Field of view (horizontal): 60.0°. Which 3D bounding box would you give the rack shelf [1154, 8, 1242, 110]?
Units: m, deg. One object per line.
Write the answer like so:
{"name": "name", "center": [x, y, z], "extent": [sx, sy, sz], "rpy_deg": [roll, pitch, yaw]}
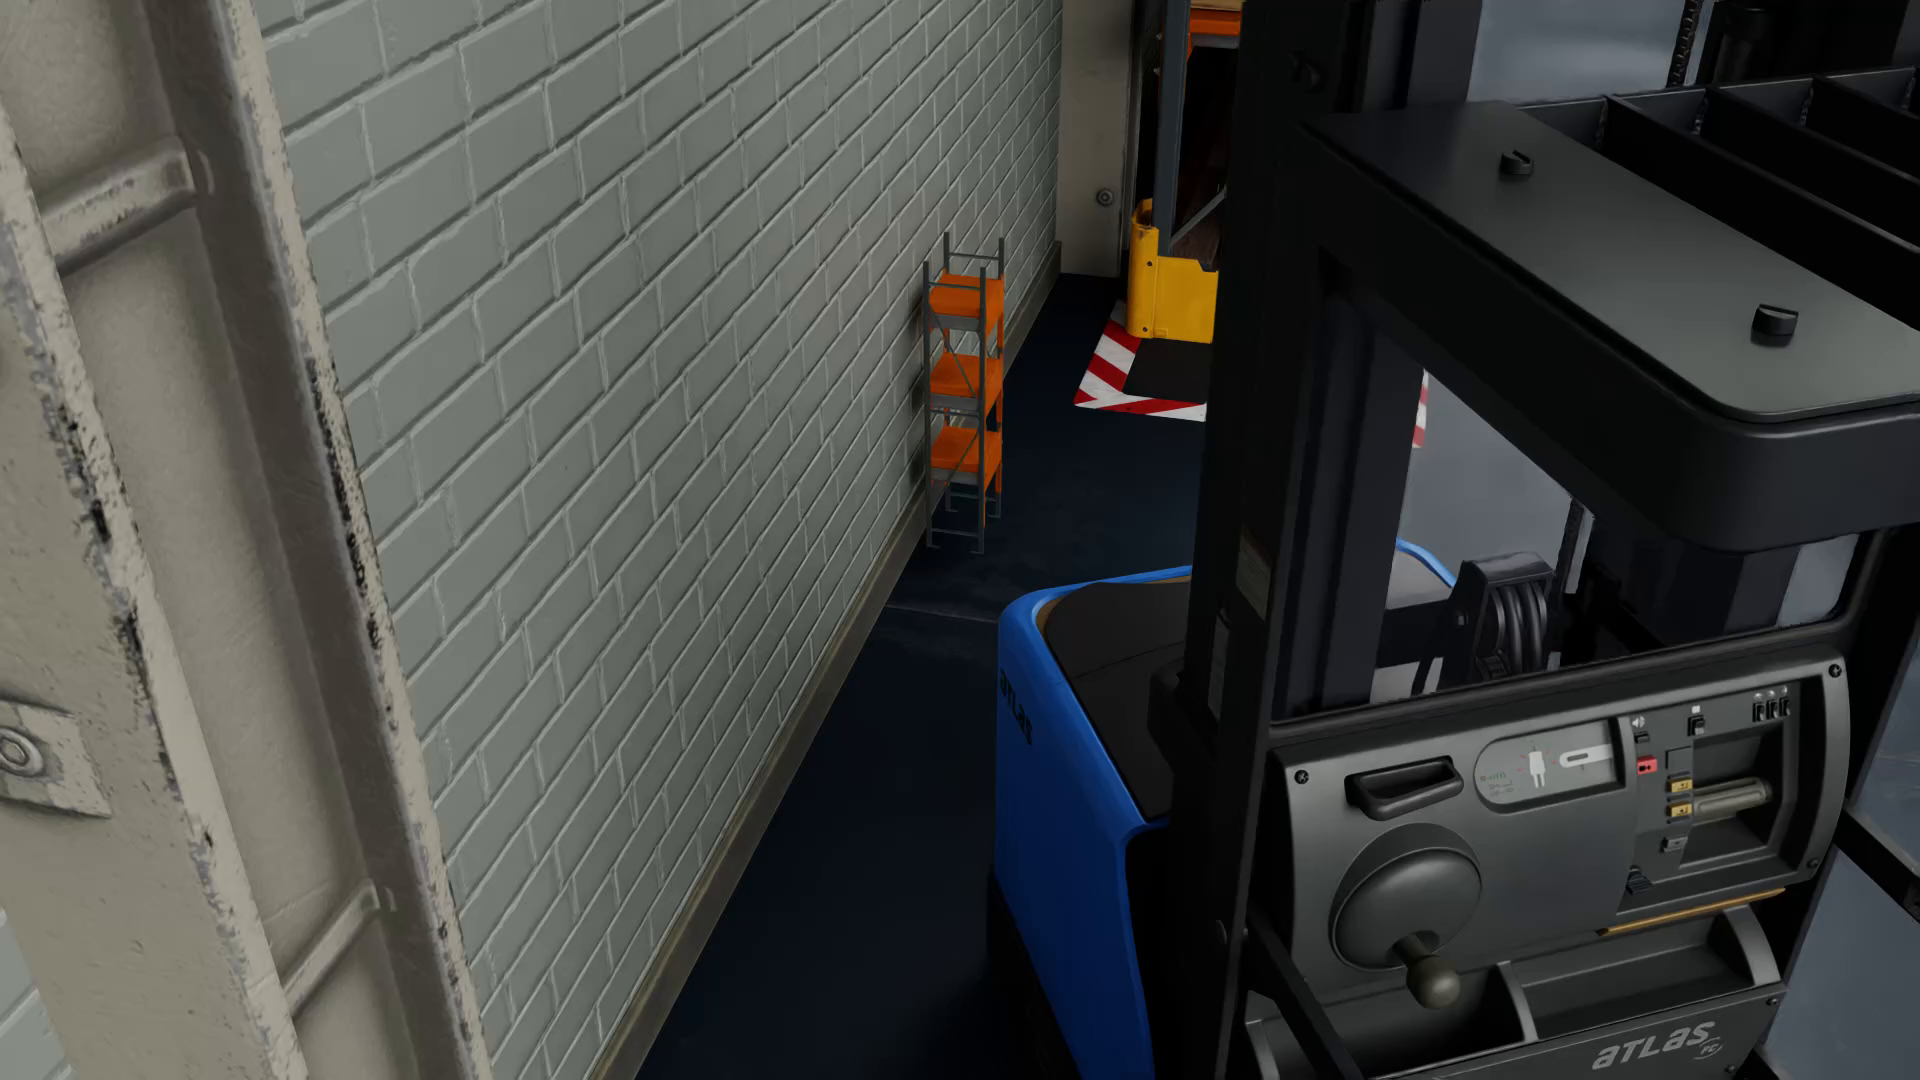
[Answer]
{"name": "rack shelf", "center": [1.794, -2.847, 8.104], "extent": [1.077, 0.370, 4.000], "rpy_deg": [8, 33, 12]}

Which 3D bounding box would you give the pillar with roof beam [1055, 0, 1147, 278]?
{"name": "pillar with roof beam", "center": [4.792, -4.540, 4.503], "extent": [9.100, 9.000, 0.400], "rpy_deg": [8, 33, 12]}

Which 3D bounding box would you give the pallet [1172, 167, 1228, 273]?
{"name": "pallet", "center": [1.547, -1.393, 7.744], "extent": [1.003, 0.211, 1.213], "rpy_deg": [8, 33, 12]}

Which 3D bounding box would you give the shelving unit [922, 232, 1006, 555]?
{"name": "shelving unit", "center": [0.014, -0.471, 5.512], "extent": [0.215, 1.050, 0.252], "rpy_deg": [8, 33, 12]}

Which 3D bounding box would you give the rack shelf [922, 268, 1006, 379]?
{"name": "rack shelf", "center": [0.014, -0.701, 5.365], "extent": [0.215, 0.259, 0.240], "rpy_deg": [8, 33, 12]}

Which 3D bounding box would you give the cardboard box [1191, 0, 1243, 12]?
{"name": "cardboard box", "center": [1.218, -2.327, 6.736], "extent": [0.500, 0.250, 0.500], "rpy_deg": [8, 33, 13]}

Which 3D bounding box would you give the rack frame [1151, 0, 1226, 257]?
{"name": "rack frame", "center": [1.287, -2.113, 6.278], "extent": [1.000, 3.000, 0.127], "rpy_deg": [8, 33, 12]}

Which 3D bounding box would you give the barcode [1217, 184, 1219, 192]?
{"name": "barcode", "center": [1.167, -1.579, 7.525], "extent": [0.001, 0.075, 0.075], "rpy_deg": [8, 33, 12]}

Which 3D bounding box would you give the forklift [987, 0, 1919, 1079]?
{"name": "forklift", "center": [0.964, 0.474, 2.273], "extent": [1.130, 2.935, 3.031], "rpy_deg": [-9, 33, -14]}

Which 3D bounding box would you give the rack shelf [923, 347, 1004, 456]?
{"name": "rack shelf", "center": [0.014, -0.462, 5.518], "extent": [0.215, 0.259, 0.240], "rpy_deg": [8, 33, 12]}

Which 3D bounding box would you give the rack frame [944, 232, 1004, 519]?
{"name": "rack frame", "center": [0.045, -0.534, 5.612], "extent": [0.200, 1.050, 0.008], "rpy_deg": [8, 33, 12]}

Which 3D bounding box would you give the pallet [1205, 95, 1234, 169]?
{"name": "pallet", "center": [1.858, -2.024, 8.736], "extent": [1.003, 0.211, 1.213], "rpy_deg": [8, 33, 12]}

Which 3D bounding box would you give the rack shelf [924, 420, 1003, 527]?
{"name": "rack shelf", "center": [0.014, -0.227, 5.667], "extent": [0.215, 0.259, 0.240], "rpy_deg": [8, 33, 12]}

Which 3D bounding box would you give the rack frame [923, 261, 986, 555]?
{"name": "rack frame", "center": [-0.017, -0.408, 5.412], "extent": [0.200, 1.050, 0.008], "rpy_deg": [8, 33, 12]}

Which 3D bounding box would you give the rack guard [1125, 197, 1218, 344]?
{"name": "rack guard", "center": [1.306, -1.098, 7.011], "extent": [1.175, 0.500, 0.348], "rpy_deg": [8, 33, 12]}
